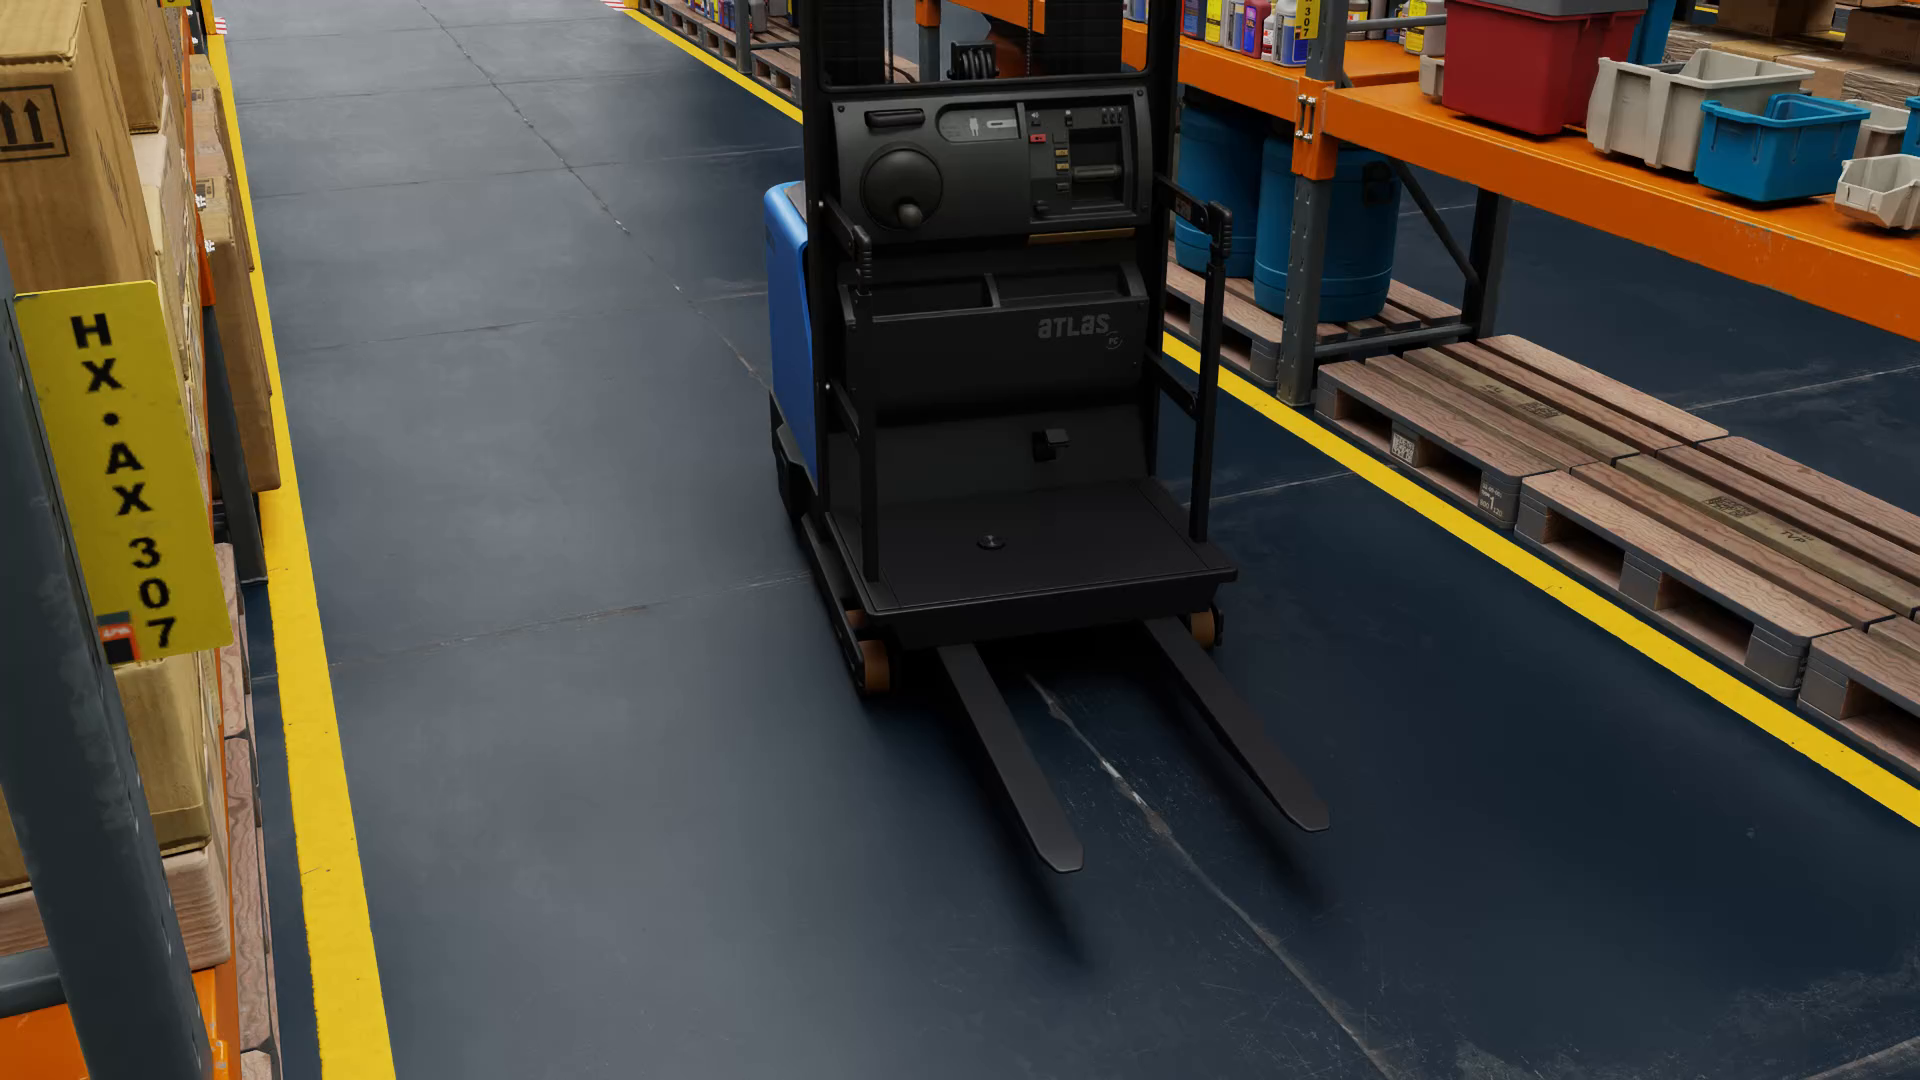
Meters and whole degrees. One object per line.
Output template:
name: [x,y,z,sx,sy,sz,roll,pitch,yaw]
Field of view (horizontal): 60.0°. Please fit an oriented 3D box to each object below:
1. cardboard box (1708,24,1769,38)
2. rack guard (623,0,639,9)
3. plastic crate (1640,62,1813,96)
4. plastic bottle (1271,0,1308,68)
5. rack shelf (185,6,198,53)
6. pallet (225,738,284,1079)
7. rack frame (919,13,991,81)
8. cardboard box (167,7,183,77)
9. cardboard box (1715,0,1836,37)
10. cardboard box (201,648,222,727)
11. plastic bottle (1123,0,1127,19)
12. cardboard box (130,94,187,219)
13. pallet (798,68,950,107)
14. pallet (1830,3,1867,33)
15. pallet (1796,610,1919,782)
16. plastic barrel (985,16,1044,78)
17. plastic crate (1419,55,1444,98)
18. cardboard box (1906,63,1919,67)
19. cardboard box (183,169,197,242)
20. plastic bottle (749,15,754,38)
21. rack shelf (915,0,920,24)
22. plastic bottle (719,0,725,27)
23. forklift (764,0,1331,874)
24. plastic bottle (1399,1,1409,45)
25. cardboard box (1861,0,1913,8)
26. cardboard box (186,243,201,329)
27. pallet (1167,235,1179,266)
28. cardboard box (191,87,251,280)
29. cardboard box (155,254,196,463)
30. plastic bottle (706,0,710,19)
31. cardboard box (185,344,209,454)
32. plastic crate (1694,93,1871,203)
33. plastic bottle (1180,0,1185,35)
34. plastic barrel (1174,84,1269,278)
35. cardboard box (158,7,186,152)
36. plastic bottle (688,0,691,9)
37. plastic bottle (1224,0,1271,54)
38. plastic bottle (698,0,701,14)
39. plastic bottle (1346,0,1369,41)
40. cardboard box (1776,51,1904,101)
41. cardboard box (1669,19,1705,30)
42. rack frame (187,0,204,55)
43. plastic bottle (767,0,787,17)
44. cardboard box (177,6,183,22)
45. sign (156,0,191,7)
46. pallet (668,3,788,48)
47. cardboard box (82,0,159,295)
cardboard box: [5.378,-3.198,11.229,0.500,0.500,0.500,-9,28,-19]
rack guard: [-2.823,-5.695,16.844,1.175,0.500,0.348,-11,28,-21]
plastic crate: [2.489,-1.494,5.636,0.437,0.125,0.590,-11,28,-21]
plastic bottle: [1.351,-2.044,6.659,0.152,0.276,0.135,-11,28,-21]
rack shelf: [-5.104,-3.244,9.796,1.077,0.370,4.000,-11,28,-21]
pallet: [-2.047,0.921,3.622,1.003,0.211,1.213,-11,28,-21]
rack frame: [0.237,-3.611,9.727,1.000,3.000,0.127,-11,28,-21]
cardboard box: [-3.305,-2.032,6.378,0.500,0.500,0.500,-10,28,-20]
cardboard box: [5.404,-3.513,11.019,0.500,0.250,0.500,-9,28,-19]
cardboard box: [-1.226,0.176,2.258,0.380,0.149,0.250,-11,28,-22]
plastic bottle: [0.797,-2.552,7.784,0.097,0.201,0.097,0,26,0]
cardboard box: [-2.135,-0.870,3.945,0.500,0.250,0.500,-10,28,-19]
pallet: [-0.505,-3.169,12.001,1.003,0.211,1.213,-11,28,-21]
pallet: [8.574,-4.868,15.479,1.003,0.211,1.213,-11,28,-21]
pallet: [3.082,0.532,4.420,1.003,0.211,1.213,-11,28,-21]
plastic barrel: [0.444,-2.630,9.713,0.600,0.830,0.708,-11,28,-21]
plastic crate: [1.854,-1.692,6.030,0.396,0.136,0.243,-11,28,-21]
cardboard box: [5.989,-2.574,9.951,0.500,0.500,0.500,-10,28,-20]
cardboard box: [-2.232,-0.862,4.382,0.380,0.149,0.250,-10,28,-20]
plastic bottle: [-1.759,-4.259,13.742,0.097,0.201,0.097,0,26,0]
rack shelf: [-0.547,-4.095,11.539,1.077,0.370,4.000,-11,28,-21]
plastic bottle: [-2.025,-4.550,14.244,0.061,0.283,0.133,-9,27,-17]
forklift: [0.158,-1.053,4.565,1.130,2.935,3.031,-7,27,-13]
plastic bottle: [1.938,-2.226,7.116,0.097,0.201,0.097,0,26,0]
cardboard box: [8.707,-5.093,15.110,0.700,0.500,0.500,-11,28,-21]
cardboard box: [-1.930,-0.550,3.745,0.380,0.149,0.250,-10,28,-20]
pallet: [1.058,-1.555,8.695,1.003,0.211,1.213,-11,28,-21]
cardboard box: [-3.728,-1.351,7.041,1.225,0.875,0.875,-10,28,-20]
cardboard box: [-1.530,-0.249,2.673,0.500,0.250,0.500,-12,28,-22]
plastic bottle: [-2.180,-4.694,14.633,0.097,0.201,0.097,0,26,0]
cardboard box: [-1.627,-0.238,3.106,0.380,0.149,0.250,-11,28,-22]
plastic crate: [2.329,-1.118,4.744,0.416,0.233,0.300,-11,28,-21]
plastic bottle: [1.011,-2.395,7.378,0.152,0.276,0.135,-11,28,-21]
plastic barrel: [1.328,-1.751,7.830,0.600,0.901,0.708,-11,28,-21]
cardboard box: [-2.704,-1.419,5.123,0.500,0.500,0.500,-10,28,-20]
plastic bottle: [-2.432,-4.954,15.165,0.097,0.201,0.097,0,26,0]
plastic bottle: [1.208,-2.192,6.961,0.152,0.276,0.135,-11,28,-21]
plastic bottle: [-2.300,-4.848,14.869,0.097,0.271,0.097,0,26,0]
plastic bottle: [1.722,-2.278,7.224,0.097,0.201,0.097,0,26,0]
cardboard box: [5.322,-2.679,10.165,0.500,0.500,0.500,-12,28,-22]
cardboard box: [4.711,-3.302,11.442,0.500,0.500,0.500,-9,28,-18]
rack frame: [-5.887,-4.375,11.292,1.000,3.000,0.127,-11,28,-21]
plastic bottle: [-1.631,-4.809,14.784,0.152,0.276,0.135,-11,28,-21]
cardboard box: [-3.899,-2.648,7.642,0.500,0.500,0.500,-10,28,-19]
sign: [-2.244,-1.666,4.666,0.100,0.325,0.005,-11,28,-21]
pallet: [-2.036,-4.744,15.227,1.003,0.211,1.213,-11,28,-21]
cardboard box: [-1.532,-0.584,2.504,0.500,0.500,0.500,-11,28,-22]
